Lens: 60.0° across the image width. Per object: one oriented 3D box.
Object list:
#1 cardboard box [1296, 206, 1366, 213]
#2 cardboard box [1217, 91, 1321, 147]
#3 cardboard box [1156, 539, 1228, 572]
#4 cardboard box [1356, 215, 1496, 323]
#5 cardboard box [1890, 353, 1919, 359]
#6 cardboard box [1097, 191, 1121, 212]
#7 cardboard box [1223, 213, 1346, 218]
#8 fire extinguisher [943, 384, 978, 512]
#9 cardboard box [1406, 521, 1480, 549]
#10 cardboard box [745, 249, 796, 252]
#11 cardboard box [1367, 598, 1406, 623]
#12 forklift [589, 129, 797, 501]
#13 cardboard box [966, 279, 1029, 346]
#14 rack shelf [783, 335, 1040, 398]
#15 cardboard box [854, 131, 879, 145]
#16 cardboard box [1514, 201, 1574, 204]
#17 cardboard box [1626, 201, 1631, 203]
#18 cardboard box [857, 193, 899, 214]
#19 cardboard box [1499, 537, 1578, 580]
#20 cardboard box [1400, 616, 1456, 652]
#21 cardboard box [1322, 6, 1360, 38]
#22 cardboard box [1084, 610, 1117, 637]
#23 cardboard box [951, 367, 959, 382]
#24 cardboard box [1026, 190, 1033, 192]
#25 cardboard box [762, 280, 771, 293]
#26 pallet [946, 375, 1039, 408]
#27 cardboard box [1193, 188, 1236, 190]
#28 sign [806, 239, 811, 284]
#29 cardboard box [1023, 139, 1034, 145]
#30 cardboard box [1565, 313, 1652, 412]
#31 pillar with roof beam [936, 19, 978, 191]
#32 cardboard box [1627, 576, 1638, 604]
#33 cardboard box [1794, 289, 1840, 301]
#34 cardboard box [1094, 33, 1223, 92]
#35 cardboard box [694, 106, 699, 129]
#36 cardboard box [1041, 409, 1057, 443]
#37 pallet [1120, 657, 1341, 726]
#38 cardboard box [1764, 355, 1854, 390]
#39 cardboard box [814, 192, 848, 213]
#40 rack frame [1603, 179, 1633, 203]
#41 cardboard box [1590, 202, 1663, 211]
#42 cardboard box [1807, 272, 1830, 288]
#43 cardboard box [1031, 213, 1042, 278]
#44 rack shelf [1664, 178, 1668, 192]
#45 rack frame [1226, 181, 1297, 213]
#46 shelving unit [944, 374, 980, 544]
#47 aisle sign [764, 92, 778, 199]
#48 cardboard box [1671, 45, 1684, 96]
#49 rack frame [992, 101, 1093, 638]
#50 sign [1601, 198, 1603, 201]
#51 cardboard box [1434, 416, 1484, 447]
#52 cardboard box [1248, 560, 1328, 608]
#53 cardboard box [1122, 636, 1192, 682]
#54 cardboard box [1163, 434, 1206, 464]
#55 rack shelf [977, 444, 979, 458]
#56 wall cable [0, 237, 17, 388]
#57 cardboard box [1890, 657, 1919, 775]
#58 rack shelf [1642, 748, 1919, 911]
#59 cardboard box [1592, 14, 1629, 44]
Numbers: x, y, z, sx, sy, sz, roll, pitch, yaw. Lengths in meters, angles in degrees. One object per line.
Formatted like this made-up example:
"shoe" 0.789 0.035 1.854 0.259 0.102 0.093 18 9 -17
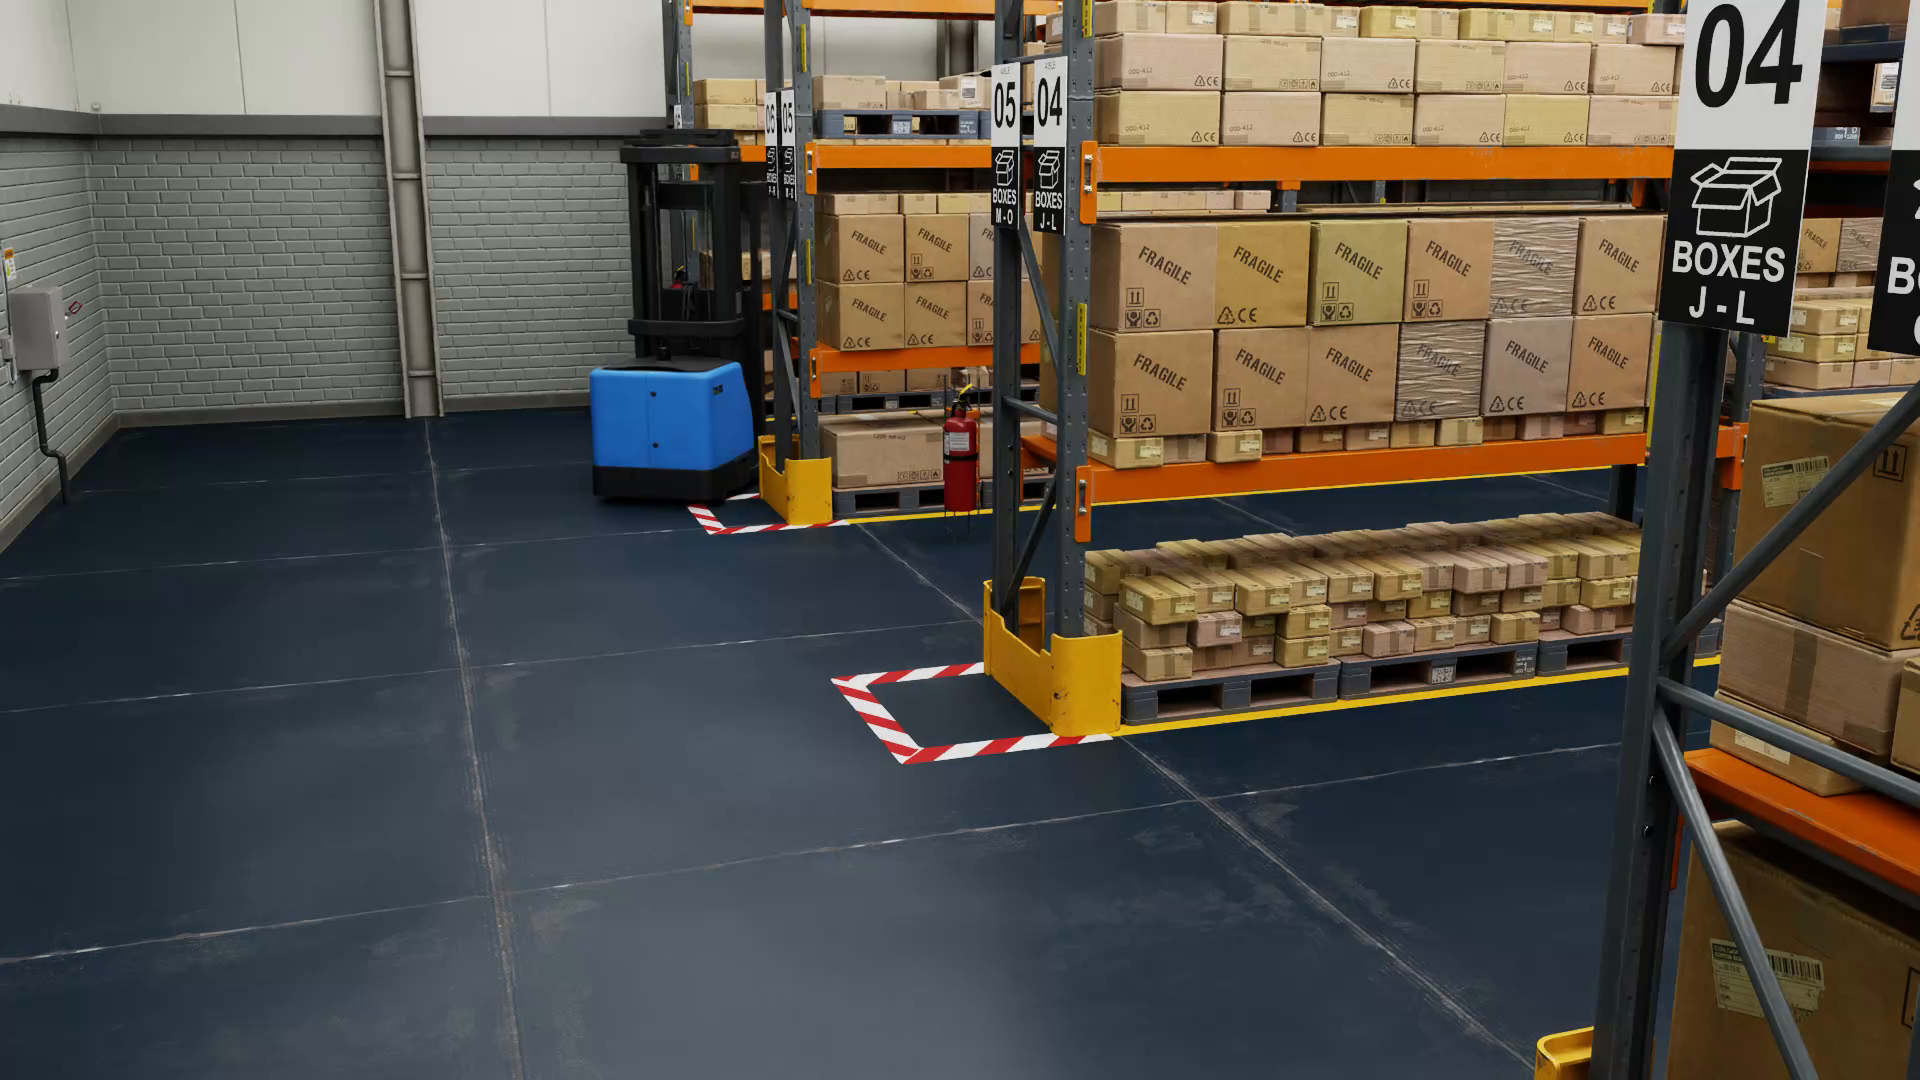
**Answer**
"cardboard box" 3.014 -2.506 13.821 0.500 0.500 0.500 -4 14 -17
"cardboard box" 1.396 -2.030 8.036 0.500 0.250 0.500 -4 14 -16
"cardboard box" 1.271 0.117 9.136 0.250 0.149 0.380 -5 14 -19
"cardboard box" 2.357 -1.394 8.500 0.500 0.500 0.500 -5 14 -20
"cardboard box" 5.189 -1.117 9.351 0.250 0.149 0.380 -4 14 -17
"cardboard box" 1.083 -2.679 13.147 0.250 0.149 0.380 -5 14 -19
"cardboard box" 1.713 -1.474 8.839 0.500 0.500 0.500 -4 14 -15
"fire extinguisher" 0.002 -0.492 8.702 0.183 0.674 0.296 -4 14 -18
"cardboard box" 2.776 0.011 9.580 0.250 0.149 0.380 -4 14 -17
"cardboard box" -2.032 -2.997 17.940 0.500 0.250 0.500 -4 14 -18
"cardboard box" 2.191 0.317 8.938 0.250 0.149 0.380 -4 14 -15
"forklift" -2.154 -2.033 14.355 1.130 2.935 3.031 3 14 11
"cardboard box" 0.219 -1.805 13.032 0.500 0.500 0.500 -5 14 -18
"rack shelf" 0.609 -1.504 13.539 4.000 0.370 1.077 -4 14 -18
"cardboard box" -1.013 -4.196 17.364 0.250 0.149 0.380 -4 14 -18
"cardboard box" 5.284 -2.811 15.100 0.500 0.500 0.500 -4 14 -18
"cardboard box" 8.707 -4.279 21.391 0.250 0.149 0.380 -4 14 -18
"cardboard box" -0.636 -2.558 12.635 0.250 0.149 0.380 -4 14 -17
"cardboard box" 3.191 0.102 9.198 0.250 0.149 0.380 -4 14 -16
"cardboard box" 2.449 0.469 8.944 0.250 0.149 0.380 -4 14 -18
"cardboard box" 1.737 -2.505 8.091 0.250 0.149 0.380 -4 14 -16
"cardboard box" 0.821 0.470 8.940 0.250 0.149 0.380 -4 14 -17
"cardboard box" -0.194 -1.879 18.812 0.250 0.149 0.380 -5 14 -19
"cardboard box" 0.437 -2.749 13.440 0.250 0.149 0.380 -4 14 -16
"cardboard box" -2.010 -2.693 17.524 0.250 0.149 0.380 -5 14 -19
"pallet" 0.267 -1.683 18.763 1.213 0.211 1.003 -4 14 -18
"cardboard box" 2.123 -2.886 14.016 0.250 0.149 0.380 -5 14 -19
"sign" -1.115 -2.044 12.213 0.005 0.325 0.100 -4 14 -18
"cardboard box" 0.672 -4.336 17.950 0.250 0.149 0.380 -5 14 -18
"cardboard box" 3.319 -0.981 8.927 0.500 0.500 0.500 -5 14 -20
"pillar with roof beam" 1.344 -5.211 14.604 0.400 9.000 9.100 -4 14 -18
"cardboard box" 3.730 0.230 9.304 0.250 0.149 0.380 -5 14 -21
"cardboard box" 4.997 -1.406 9.922 0.250 0.149 0.380 -5 14 -20
"cardboard box" 0.897 -2.234 7.815 0.500 0.250 0.500 -4 14 -17
"cardboard box" -2.538 -4.419 17.436 0.500 0.250 0.500 -5 14 -19
"cardboard box" 0.607 -0.592 8.693 0.250 0.149 0.380 -4 14 -18
"pallet" 1.242 0.670 8.868 1.213 0.211 1.003 -4 14 -18
"cardboard box" 4.699 -0.934 9.222 0.250 0.149 0.380 -5 14 -21
"cardboard box" -1.010 -2.628 12.929 0.250 0.149 0.380 -4 14 -17
"rack frame" 8.500 -3.681 21.134 0.127 3.000 1.000 -4 14 -18
"cardboard box" 5.889 -2.737 14.789 0.500 0.500 0.500 -5 14 -20
"cardboard box" 7.942 -2.466 15.663 0.250 0.149 0.380 -4 14 -16
"cardboard box" 0.705 -2.331 13.084 0.500 0.500 0.500 -4 14 -18
"rack shelf" 6.075 -2.181 9.900 4.000 0.370 1.077 -4 14 -18
"rack frame" 2.505 -2.002 14.077 0.127 3.000 1.000 -4 14 -18
"shelving unit" 0.014 -0.585 12.008 0.189 1.200 0.258 -4 14 -18
"aisle sign" -1.453 -3.034 12.798 0.004 0.787 0.394 -4 14 -18
"cardboard box" 3.823 -2.463 8.778 0.500 0.250 0.500 -5 14 -21
"rack frame" 0.388 -0.628 8.303 0.127 3.000 1.000 -4 14 -18
"sign" 8.322 -4.262 21.536 0.005 0.325 0.100 -4 14 -18
"cardboard box" 2.525 -0.598 8.717 0.250 0.149 0.380 -4 14 -17
"cardboard box" 1.704 0.227 8.674 0.250 0.149 0.380 -5 14 -21
"cardboard box" 0.987 0.586 8.451 0.250 0.149 0.380 -4 14 -17
"cardboard box" 1.028 -0.486 8.247 0.250 0.149 0.380 -4 14 -16
"rack shelf" 0.014 -0.658 11.991 0.180 0.103 0.258 -4 14 -18
"wall cable" -7.086 -2.090 12.251 0.122 1.984 0.588 -4 14 -18
"cardboard box" 2.415 0.419 3.581 0.500 0.250 0.500 -5 14 -20
"rack shelf" 3.770 0.669 4.402 4.000 0.370 1.077 -4 14 -18
"cardboard box" 3.218 -2.622 8.582 0.250 0.149 0.380 -4 14 -16
